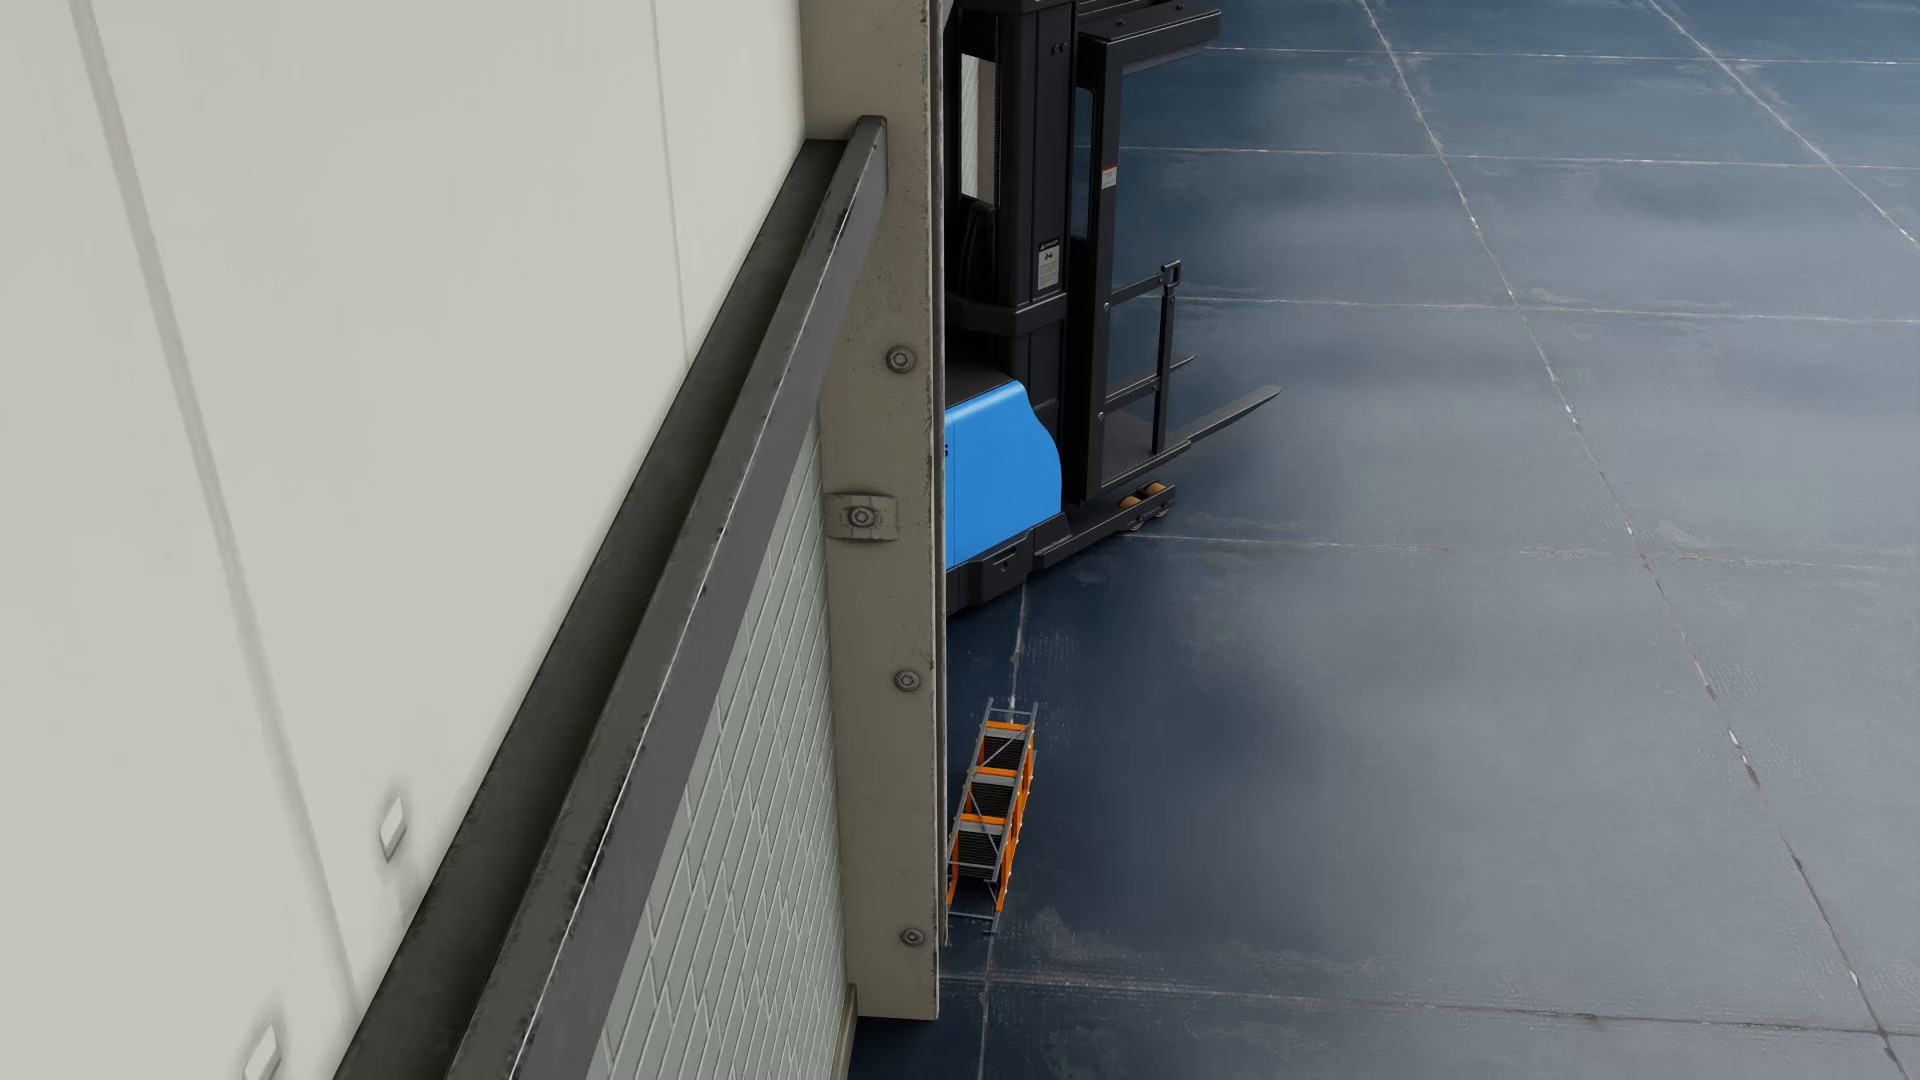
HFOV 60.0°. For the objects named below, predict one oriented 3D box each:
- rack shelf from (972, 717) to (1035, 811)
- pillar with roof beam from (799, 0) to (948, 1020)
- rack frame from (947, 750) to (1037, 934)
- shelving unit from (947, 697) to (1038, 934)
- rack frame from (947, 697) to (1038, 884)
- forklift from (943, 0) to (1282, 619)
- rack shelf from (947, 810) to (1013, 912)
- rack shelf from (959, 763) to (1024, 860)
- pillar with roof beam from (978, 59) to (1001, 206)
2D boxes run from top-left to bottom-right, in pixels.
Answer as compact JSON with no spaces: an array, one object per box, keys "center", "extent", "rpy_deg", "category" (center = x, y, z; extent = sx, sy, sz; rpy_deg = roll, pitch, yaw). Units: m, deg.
[{"center":[0.172,0.883,6.571],"extent":[0.215,0.240,0.259],"rpy_deg":[5,32,9],"category":"rack shelf"},{"center":[4.076,-2.135,3.137],"extent":[9.100,9.000,0.400],"rpy_deg":[2,32,4],"category":"pillar with roof beam"},{"center":[0.122,1.128,6.406],"extent":[0.200,0.008,1.050],"rpy_deg":[5,32,9],"category":"rack frame"},{"center":[0.122,1.024,6.342],"extent":[0.215,0.252,1.050],"rpy_deg":[5,32,9],"category":"shelving unit"},{"center":[0.122,0.920,6.278],"extent":[0.200,0.008,1.050],"rpy_deg":[5,32,9],"category":"rack frame"},{"center":[0.452,-1.473,7.847],"extent":[3.031,2.935,1.130],"rpy_deg":[-27,40,-36],"category":"forklift"},{"center":[0.070,1.173,6.101],"extent":[0.215,0.240,0.259],"rpy_deg":[5,32,9],"category":"rack shelf"},{"center":[0.120,1.030,6.333],"extent":[0.215,0.240,0.259],"rpy_deg":[5,32,9],"category":"rack shelf"},{"center":[4.565,-5.273,8.228],"extent":[9.100,9.000,0.400],"rpy_deg":[2,32,4],"category":"pillar with roof beam"}]
